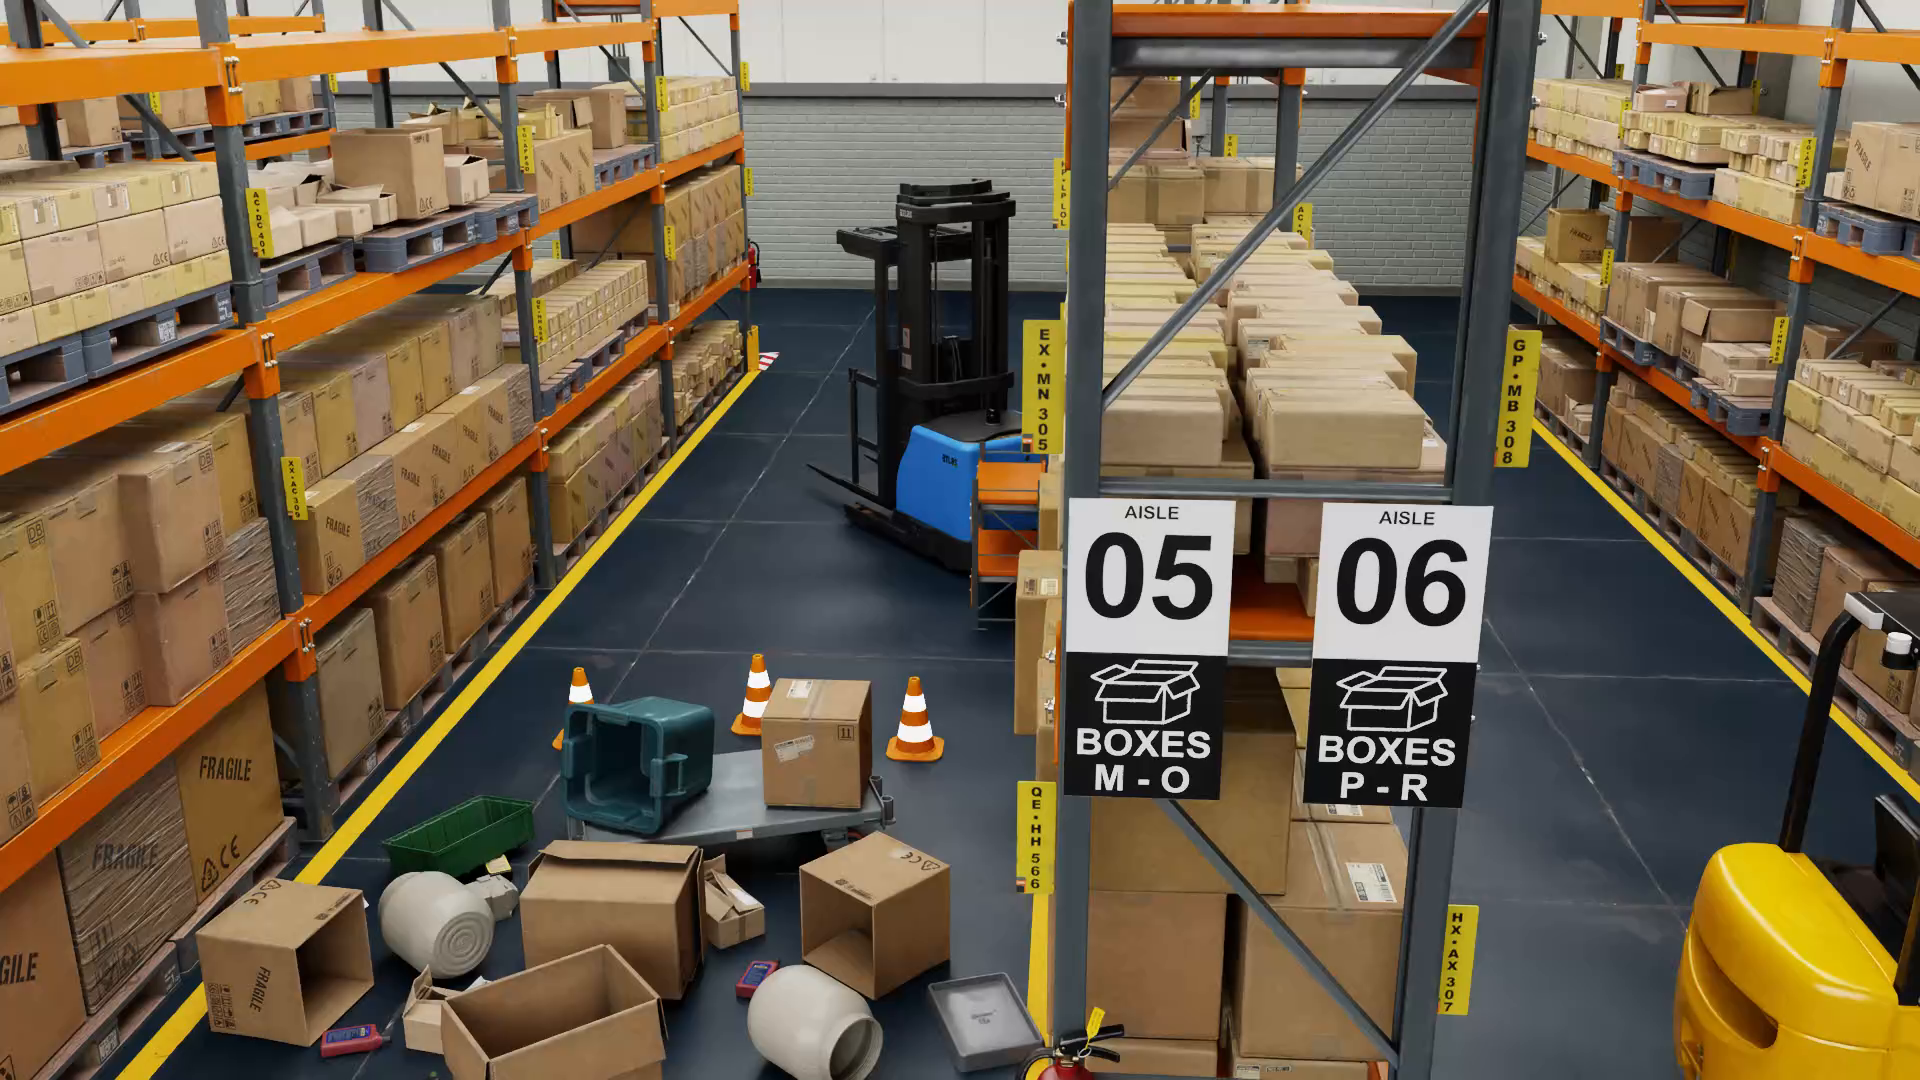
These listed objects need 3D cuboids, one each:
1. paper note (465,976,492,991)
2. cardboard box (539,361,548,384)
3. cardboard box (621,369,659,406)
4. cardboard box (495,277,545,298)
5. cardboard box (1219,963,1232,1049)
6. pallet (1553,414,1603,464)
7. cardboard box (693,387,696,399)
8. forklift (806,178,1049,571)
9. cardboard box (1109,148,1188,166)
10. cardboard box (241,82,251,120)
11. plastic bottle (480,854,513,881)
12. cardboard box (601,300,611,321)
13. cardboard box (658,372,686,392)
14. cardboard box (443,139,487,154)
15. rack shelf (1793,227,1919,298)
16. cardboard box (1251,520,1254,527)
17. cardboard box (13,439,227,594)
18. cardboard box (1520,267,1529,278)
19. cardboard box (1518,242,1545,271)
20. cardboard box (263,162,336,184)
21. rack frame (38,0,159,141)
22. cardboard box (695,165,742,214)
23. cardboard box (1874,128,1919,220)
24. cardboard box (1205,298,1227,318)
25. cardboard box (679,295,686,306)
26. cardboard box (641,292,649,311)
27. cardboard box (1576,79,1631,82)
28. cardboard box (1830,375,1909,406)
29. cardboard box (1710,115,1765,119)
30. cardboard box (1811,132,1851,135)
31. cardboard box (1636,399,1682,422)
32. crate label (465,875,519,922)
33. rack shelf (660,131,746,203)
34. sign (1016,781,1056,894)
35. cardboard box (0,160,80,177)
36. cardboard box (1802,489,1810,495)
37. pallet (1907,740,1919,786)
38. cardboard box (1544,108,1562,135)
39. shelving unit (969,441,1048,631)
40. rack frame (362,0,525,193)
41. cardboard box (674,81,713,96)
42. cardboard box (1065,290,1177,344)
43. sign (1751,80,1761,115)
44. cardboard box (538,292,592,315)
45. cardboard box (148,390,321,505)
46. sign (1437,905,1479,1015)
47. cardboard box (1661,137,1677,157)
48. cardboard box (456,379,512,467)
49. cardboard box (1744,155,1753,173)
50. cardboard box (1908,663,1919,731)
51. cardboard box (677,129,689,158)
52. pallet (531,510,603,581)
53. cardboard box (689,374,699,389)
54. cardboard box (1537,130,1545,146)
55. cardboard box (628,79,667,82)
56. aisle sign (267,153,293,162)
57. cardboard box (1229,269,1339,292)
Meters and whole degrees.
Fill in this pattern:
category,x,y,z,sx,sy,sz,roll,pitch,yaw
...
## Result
category,x,y,z,sx,sy,sz,roll,pitch,yaw
paper note,-2.178,2.056,7.611,0.172,0.023,0.155,8,20,23
cardboard box,-3.386,-1.278,12.735,0.380,0.149,0.250,1,18,3
cardboard box,-3.134,-1.437,15.626,0.500,0.250,0.500,1,18,2
cardboard box,-3.893,-2.233,14.695,0.380,0.149,0.250,1,18,3
cardboard box,0.986,1.440,5.114,0.380,0.149,0.250,2,18,5
pallet,6.613,-1.005,16.652,1.003,0.211,1.213,1,18,4
cardboard box,-3.048,-1.582,17.837,0.380,0.149,0.250,1,18,2
forklift,-0.336,-1.557,13.968,1.130,2.935,3.031,-11,21,-31
cardboard box,1.004,-2.034,9.258,0.500,0.250,0.500,2,18,5
cardboard box,-8.054,-4.738,17.754,0.700,0.500,0.500,2,18,6
plastic bottle,-2.421,1.695,8.653,0.133,0.061,0.283,-9,20,-25
cardboard box,-3.255,-1.990,14.430,0.380,0.149,0.250,1,18,4
cardboard box,-3.023,-1.620,16.998,0.380,0.149,0.250,2,18,7
cardboard box,-3.832,-2.719,12.427,0.500,0.500,0.500,1,18,4
rack shelf,6.133,-1.337,9.524,1.077,0.370,4.000,1,18,4
cardboard box,1.075,-0.144,5.131,0.380,0.149,0.250,1,18,4
cardboard box,-3.890,-0.118,7.492,0.875,0.550,0.550,1,18,4
cardboard box,6.580,-3.064,18.860,0.380,0.149,0.250,2,18,5
cardboard box,6.513,-3.138,18.445,0.500,0.250,0.500,1,18,5
cardboard box,-3.964,-2.159,10.184,0.500,0.311,0.500,1,18,3
rack frame,-8.273,-5.299,15.642,1.000,3.000,0.127,1,18,4
cardboard box,-2.831,-4.064,19.266,0.500,0.500,0.500,1,18,3
cardboard box,6.045,-2.216,10.056,0.700,0.500,0.500,1,18,3
cardboard box,1.189,-0.779,6.430,0.500,0.250,0.500,1,18,3
cardboard box,-3.050,-2.517,17.191,0.380,0.149,0.250,0,18,1
cardboard box,-3.164,-2.258,15.726,0.380,0.149,0.250,1,18,3
cardboard box,7.096,-4.948,18.350,0.500,0.250,0.500,1,18,2
cardboard box,5.949,-0.975,10.878,0.380,0.149,0.250,2,18,5
cardboard box,6.653,-3.557,14.236,0.380,0.149,0.250,1,18,3
cardboard box,6.642,-2.985,12.520,0.380,0.149,0.250,1,18,4
cardboard box,6.322,-1.164,14.956,0.380,0.149,0.250,0,18,1
crate label,-2.356,1.783,8.263,0.298,0.136,0.250,-13,22,-34
rack shelf,-3.189,-4.010,17.683,1.077,0.370,4.000,1,18,4
sign,0.199,0.781,4.354,0.100,0.325,0.005,1,18,4
cardboard box,-4.271,-1.648,7.605,0.380,0.149,0.250,1,18,4
cardboard box,6.670,-0.432,12.721,0.380,0.149,0.250,2,18,6
pallet,6.003,1.463,9.119,1.003,0.211,1.213,1,18,4
cardboard box,6.480,-4.406,17.498,0.500,0.250,0.500,1,18,2
shelving unit,0.366,-0.045,12.253,0.538,1.125,1.048,1,18,3
rack frame,-3.620,-3.914,11.417,1.000,3.000,0.127,1,18,4
cardboard box,-2.899,-4.903,18.051,0.380,0.149,0.250,1,18,3
cardboard box,0.558,-0.773,5.771,0.380,0.149,0.250,2,18,5
sign,7.117,-3.964,14.923,0.100,0.325,0.005,1,18,4
cardboard box,-3.301,-1.974,13.903,0.380,0.149,0.250,2,18,6
cardboard box,-3.877,-0.498,8.860,0.700,0.500,0.500,1,18,3
sign,1.293,1.101,4.355,0.100,0.325,0.005,1,18,4
cardboard box,6.074,-3.269,13.833,0.380,0.149,0.250,1,18,3
cardboard box,-3.421,-0.810,11.418,0.500,0.500,0.500,1,18,4
cardboard box,6.186,-2.849,12.585,0.380,0.149,0.250,1,18,4
cardboard box,6.079,0.893,9.518,0.875,0.625,0.625,1,18,3
cardboard box,-3.010,-3.954,16.595,0.500,0.250,0.500,1,18,3
pallet,-3.562,0.019,13.526,1.003,0.211,1.213,1,18,4
cardboard box,-3.012,-1.723,17.791,0.380,0.149,0.250,2,18,6
cardboard box,6.446,-4.335,17.922,0.380,0.149,0.250,2,18,5
cardboard box,-3.443,-4.997,18.336,0.380,0.149,0.250,2,18,5
aisle sign,-8.280,-4.955,20.051,0.394,0.787,0.004,1,18,4
cardboard box,1.207,-0.919,6.217,0.380,0.149,0.250,1,18,5
